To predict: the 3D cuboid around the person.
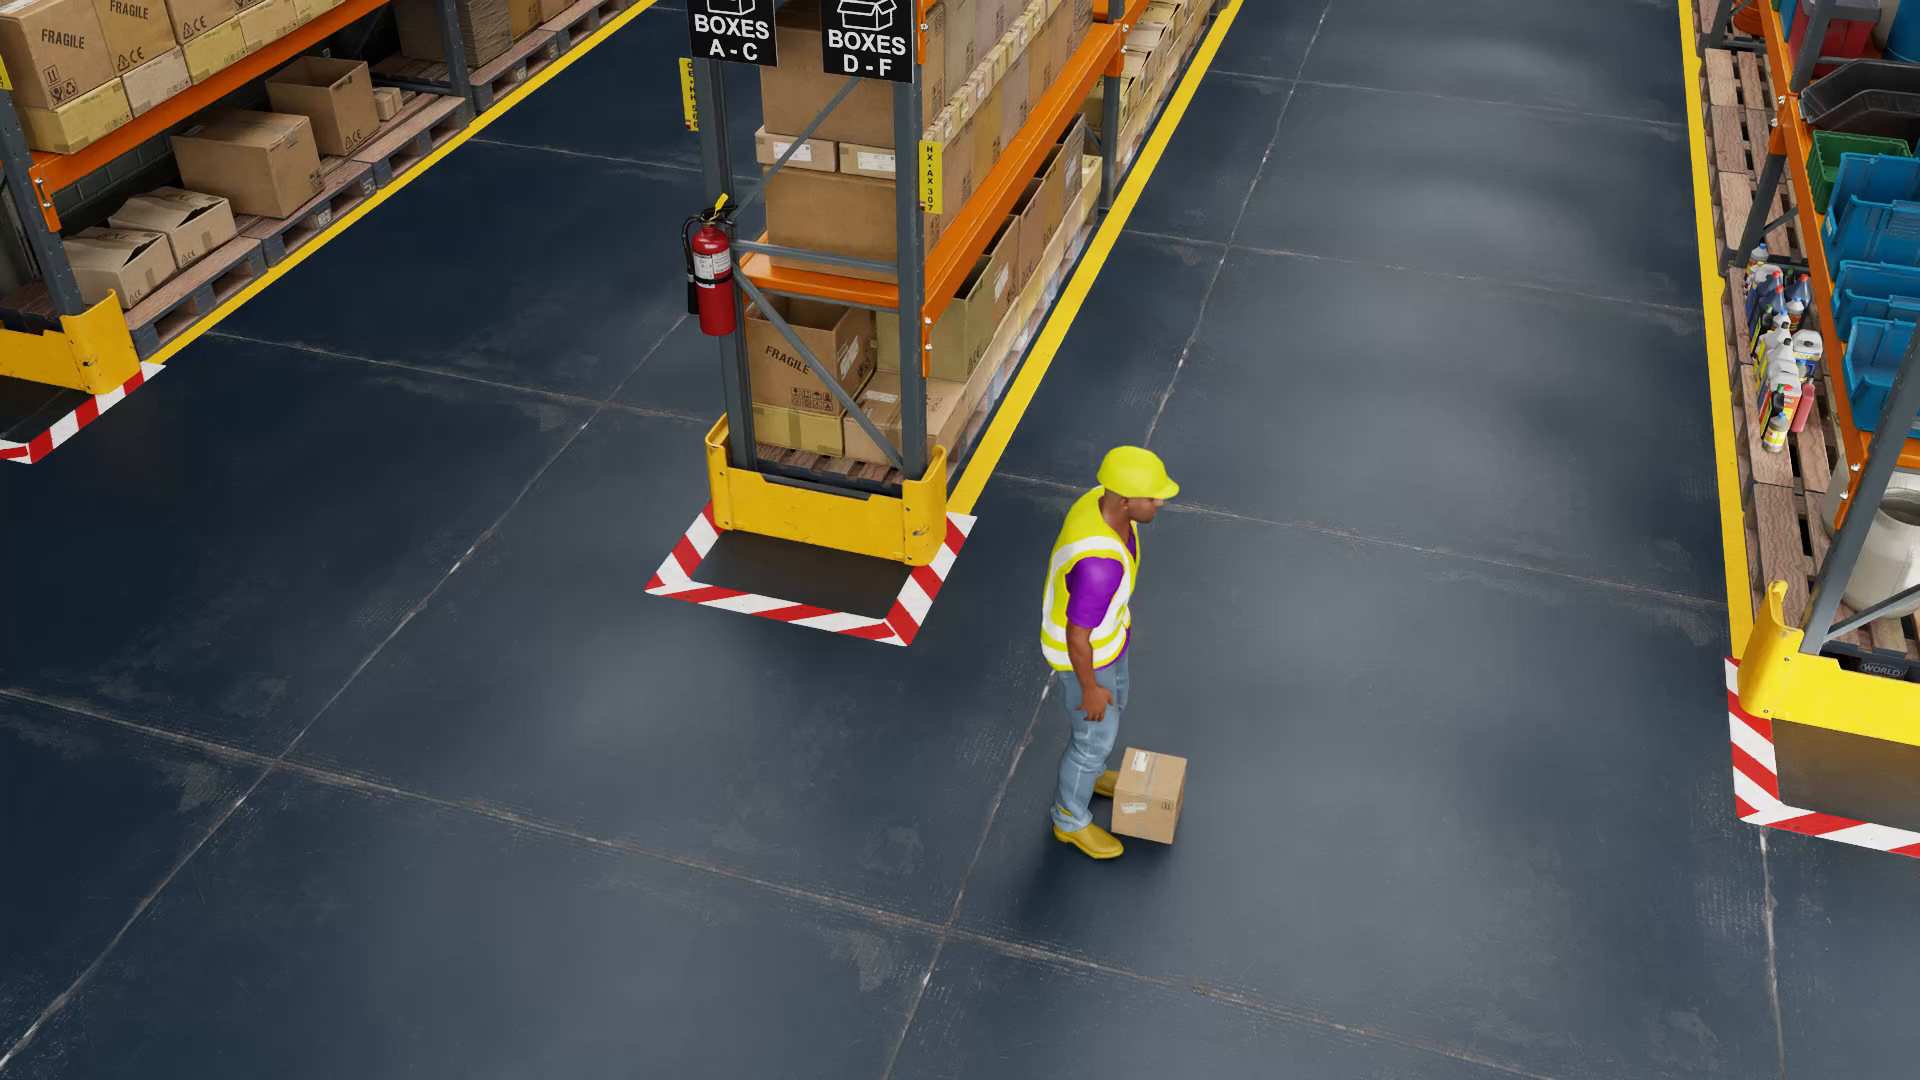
[{"bbox_3d":[0.543,0.395,6.350,0.460,1.759,0.629,9,38,11],"label":"person"}]
